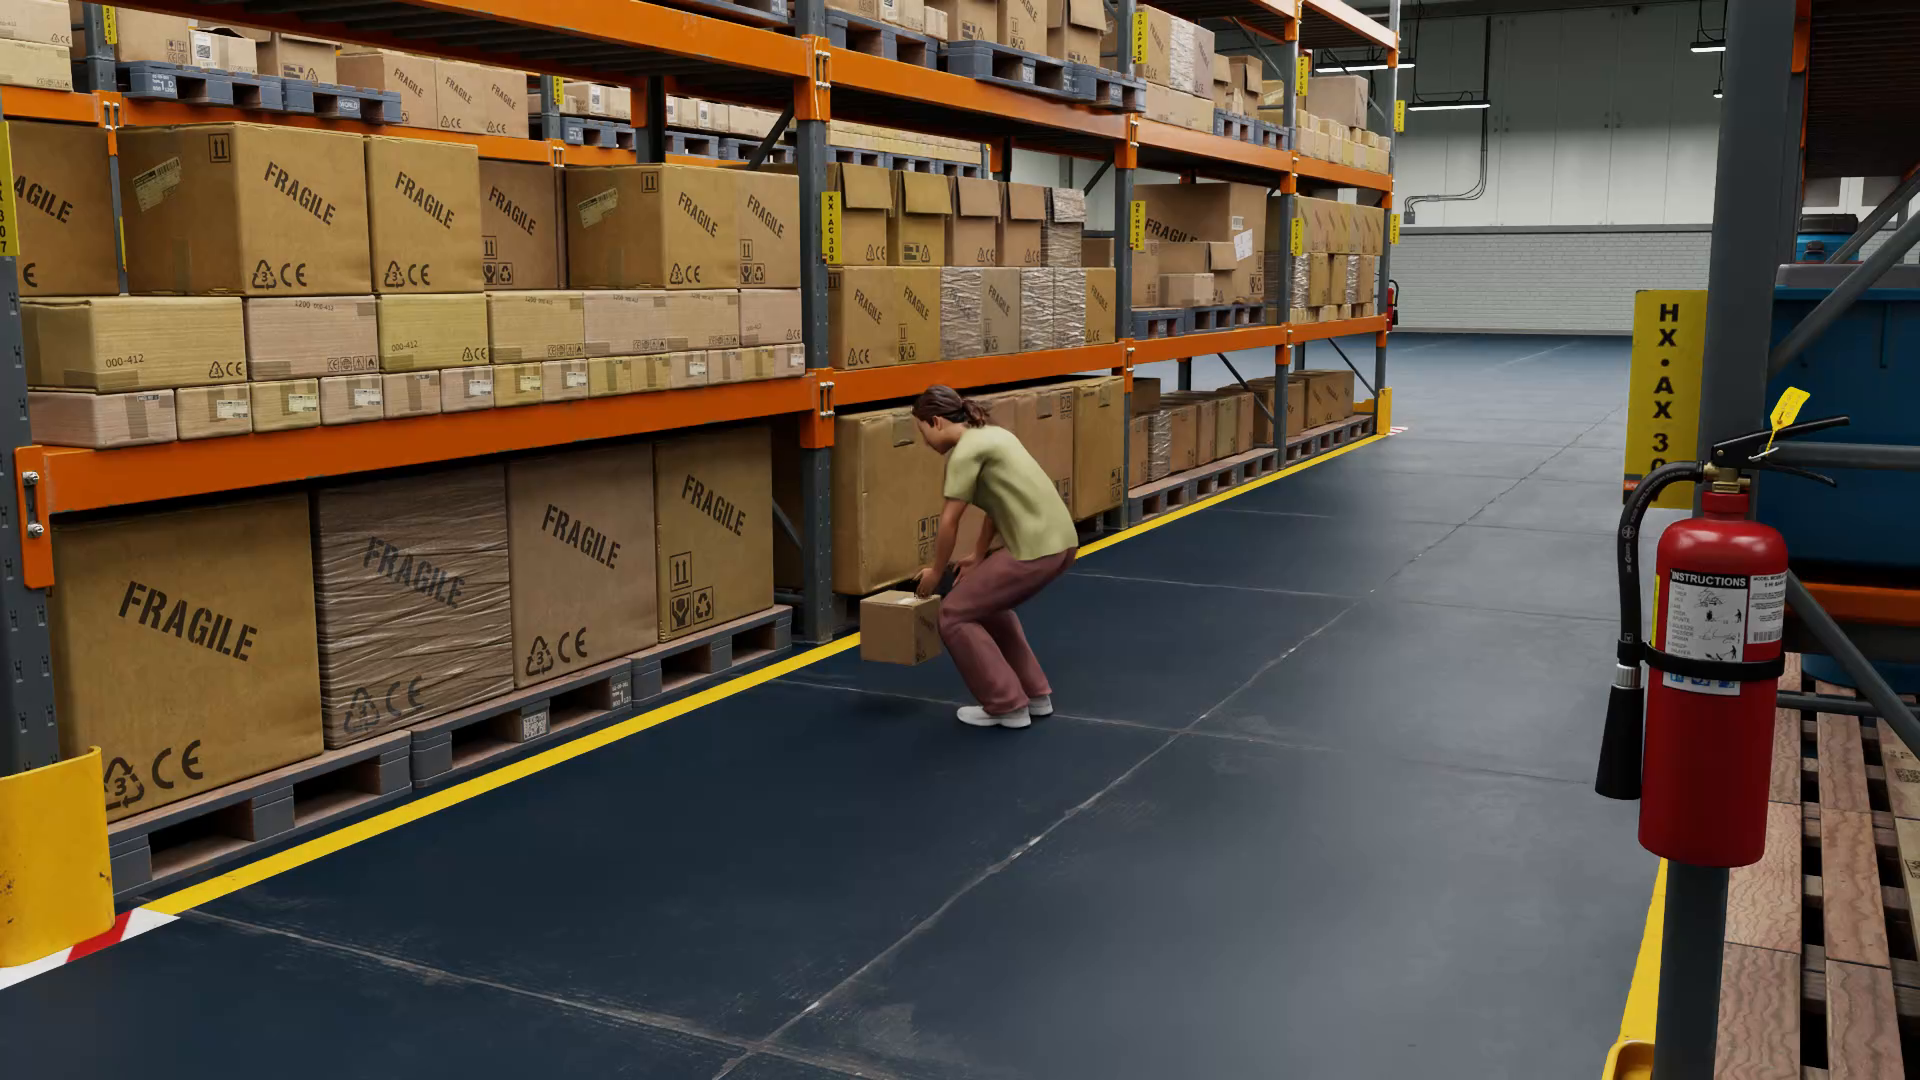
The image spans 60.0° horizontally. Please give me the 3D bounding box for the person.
[{"bbox_3d":[0.120,0.061,6.585,0.666,1.335,0.511,5,10,26],"label":"person"}]
